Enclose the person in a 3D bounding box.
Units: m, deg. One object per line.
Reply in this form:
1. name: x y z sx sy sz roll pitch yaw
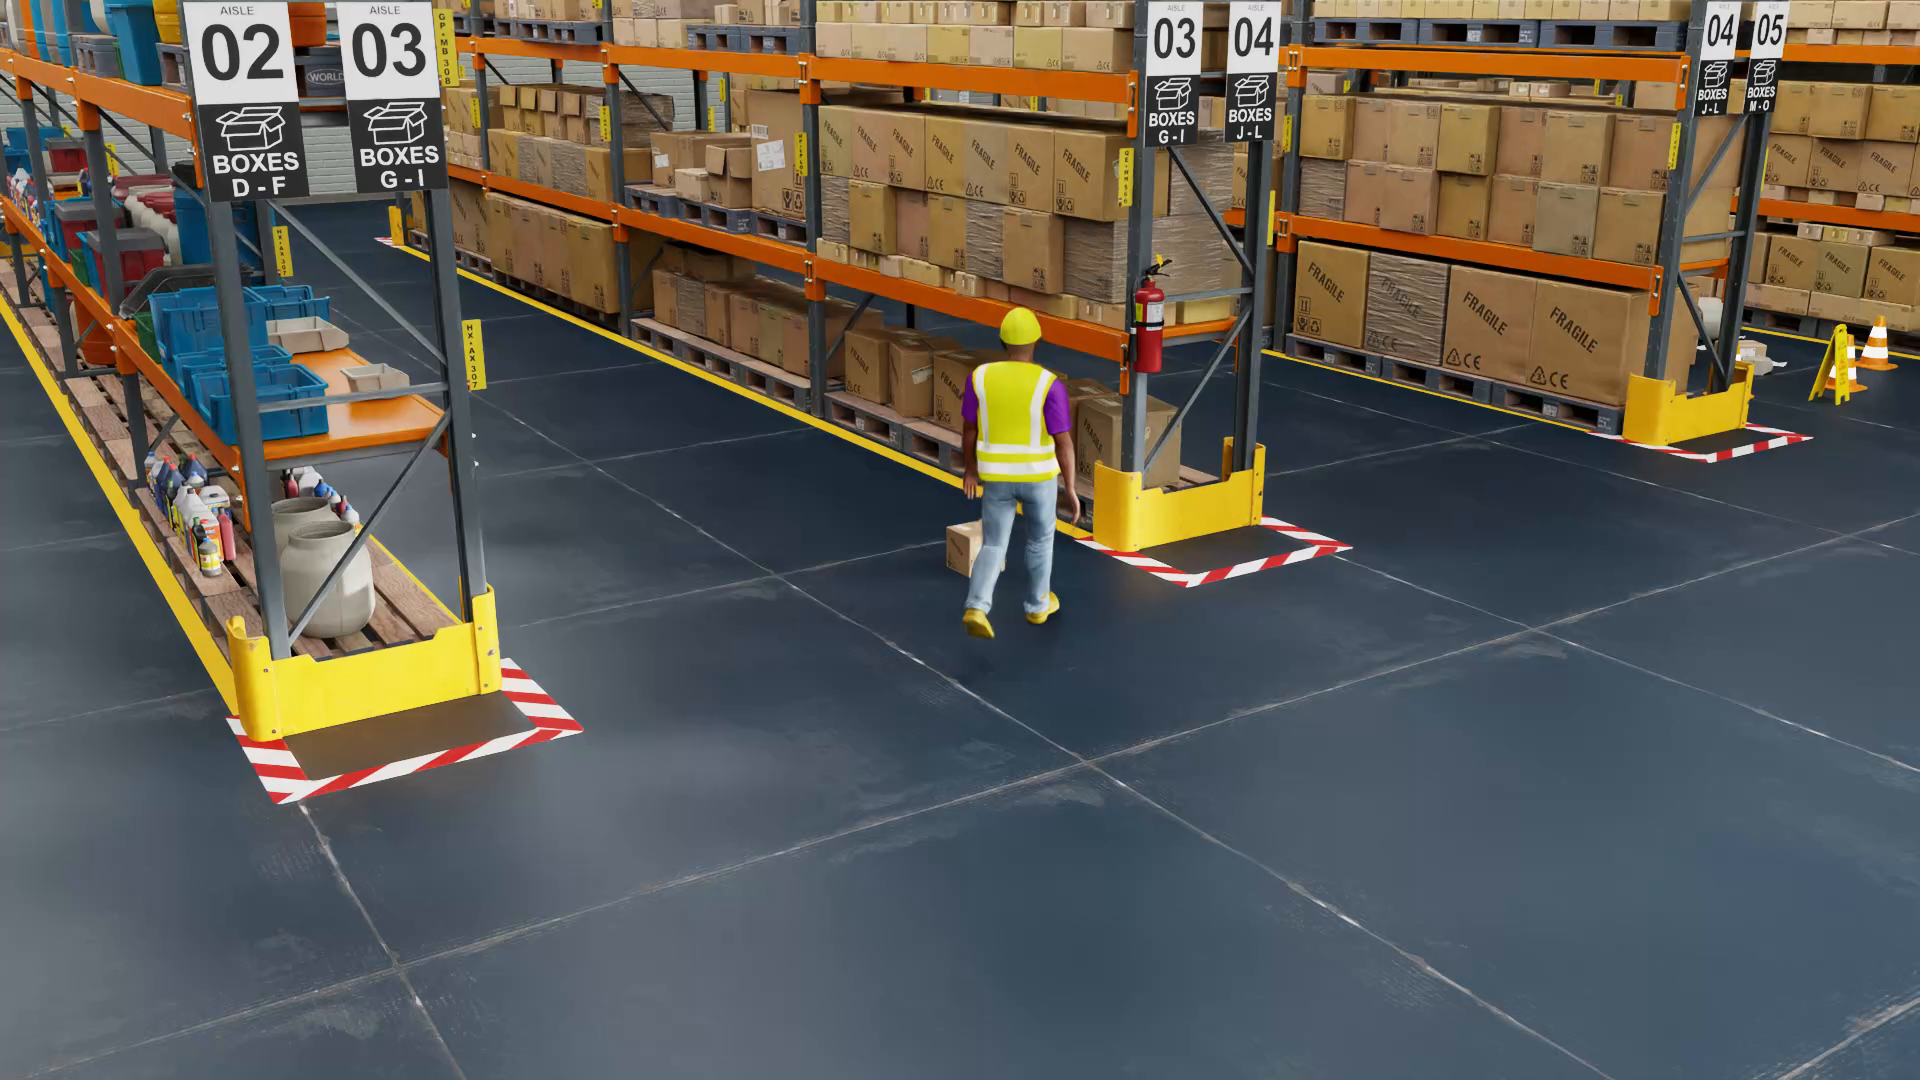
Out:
1. person: 0.307 -0.329 8.543 0.660 1.739 0.930 5 19 15
